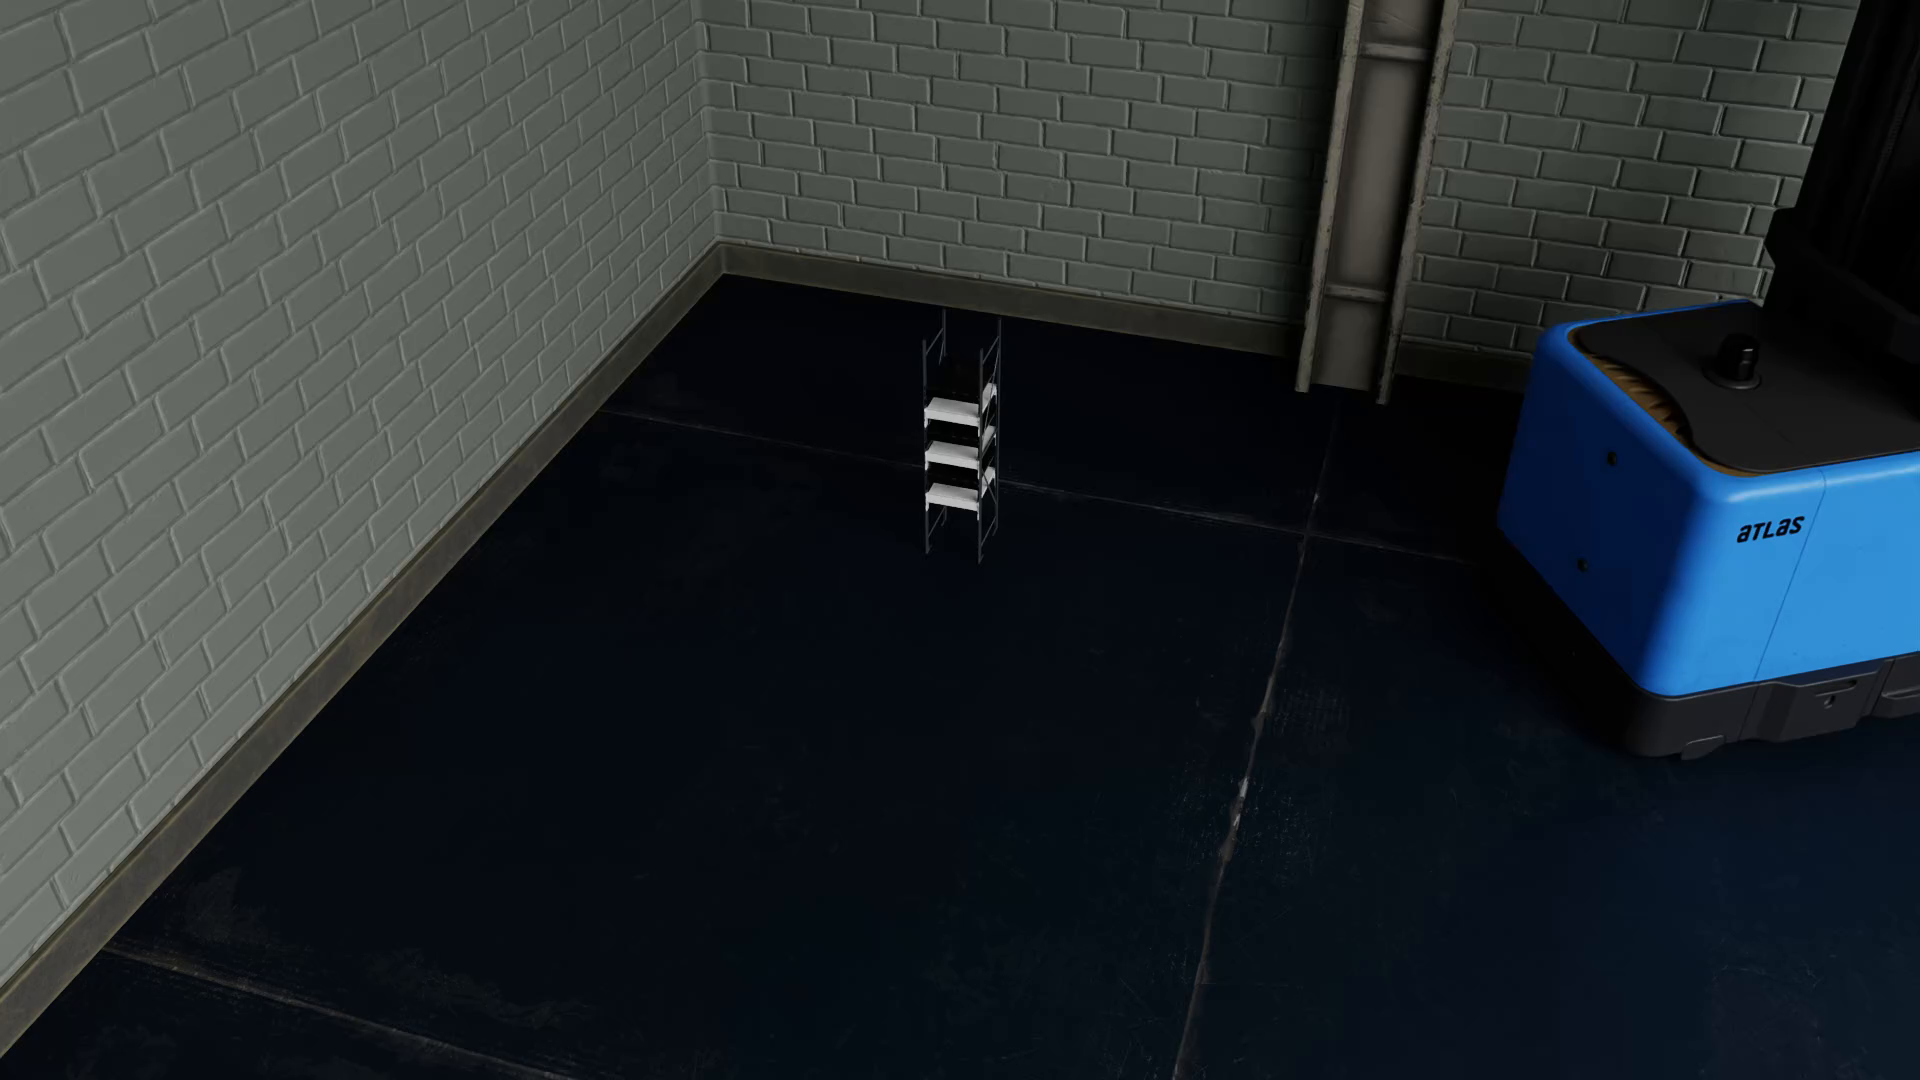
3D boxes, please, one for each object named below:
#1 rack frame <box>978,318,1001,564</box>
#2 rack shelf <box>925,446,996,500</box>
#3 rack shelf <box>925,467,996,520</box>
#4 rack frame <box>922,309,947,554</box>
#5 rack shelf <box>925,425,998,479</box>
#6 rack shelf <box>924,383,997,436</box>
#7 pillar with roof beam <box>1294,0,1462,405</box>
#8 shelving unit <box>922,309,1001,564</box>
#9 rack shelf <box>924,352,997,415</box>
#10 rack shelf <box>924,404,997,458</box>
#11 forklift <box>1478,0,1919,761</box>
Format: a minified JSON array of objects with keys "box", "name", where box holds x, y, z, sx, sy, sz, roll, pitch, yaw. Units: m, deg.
[{"box":[0.105,-0.343,5.957,0.006,0.900,0.240,10,38,14],"name":"rack frame"},{"box":[0.008,-0.262,6.054,0.200,0.077,0.258,10,38,14],"name":"rack shelf"},{"box":[0.008,-0.189,6.108,0.200,0.077,0.258,10,38,14],"name":"rack shelf"},{"box":[-0.089,-0.379,6.006,0.006,0.900,0.240,10,38,14],"name":"rack frame"},{"box":[0.008,-0.334,6.001,0.200,0.077,0.258,10,38,14],"name":"rack shelf"},{"box":[0.008,-0.479,5.894,0.200,0.077,0.258,10,38,14],"name":"rack shelf"},{"box":[0.381,-1.881,1.214,0.400,9.000,9.100,10,38,14],"name":"pillar with roof beam"},{"box":[0.008,-0.361,5.981,0.210,0.900,0.258,10,38,14],"name":"shelving unit"},{"box":[0.008,-0.552,5.841,0.200,0.077,0.258,10,38,14],"name":"rack shelf"},{"box":[0.008,-0.407,5.948,0.200,0.077,0.258,10,38,14],"name":"rack shelf"},{"box":[3.430,-0.952,5.071,3.031,2.935,1.130,-9,37,-12],"name":"forklift"}]
